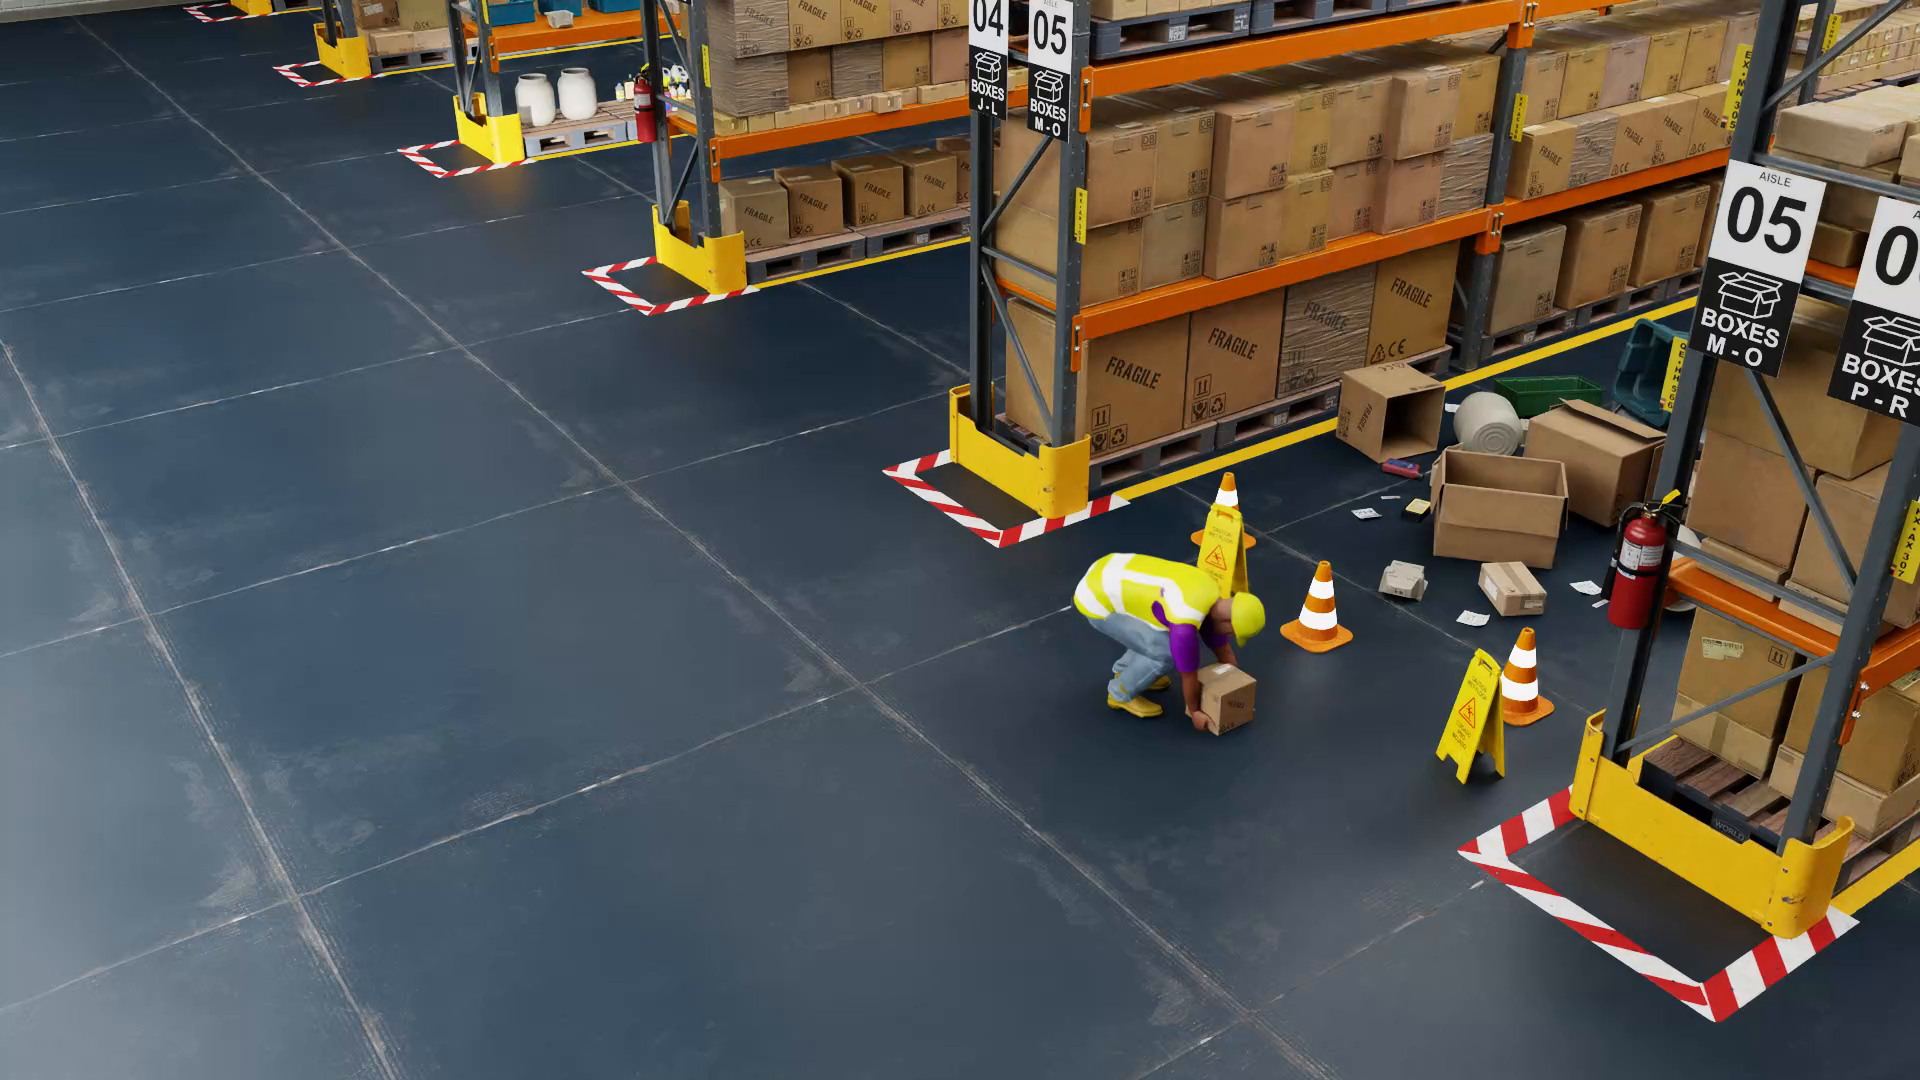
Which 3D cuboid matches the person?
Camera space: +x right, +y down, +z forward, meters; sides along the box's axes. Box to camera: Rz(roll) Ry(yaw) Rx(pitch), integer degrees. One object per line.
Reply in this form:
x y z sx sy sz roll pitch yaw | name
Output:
1.083 0.511 8.656 0.981 0.850 0.511 11 30 20 | person
